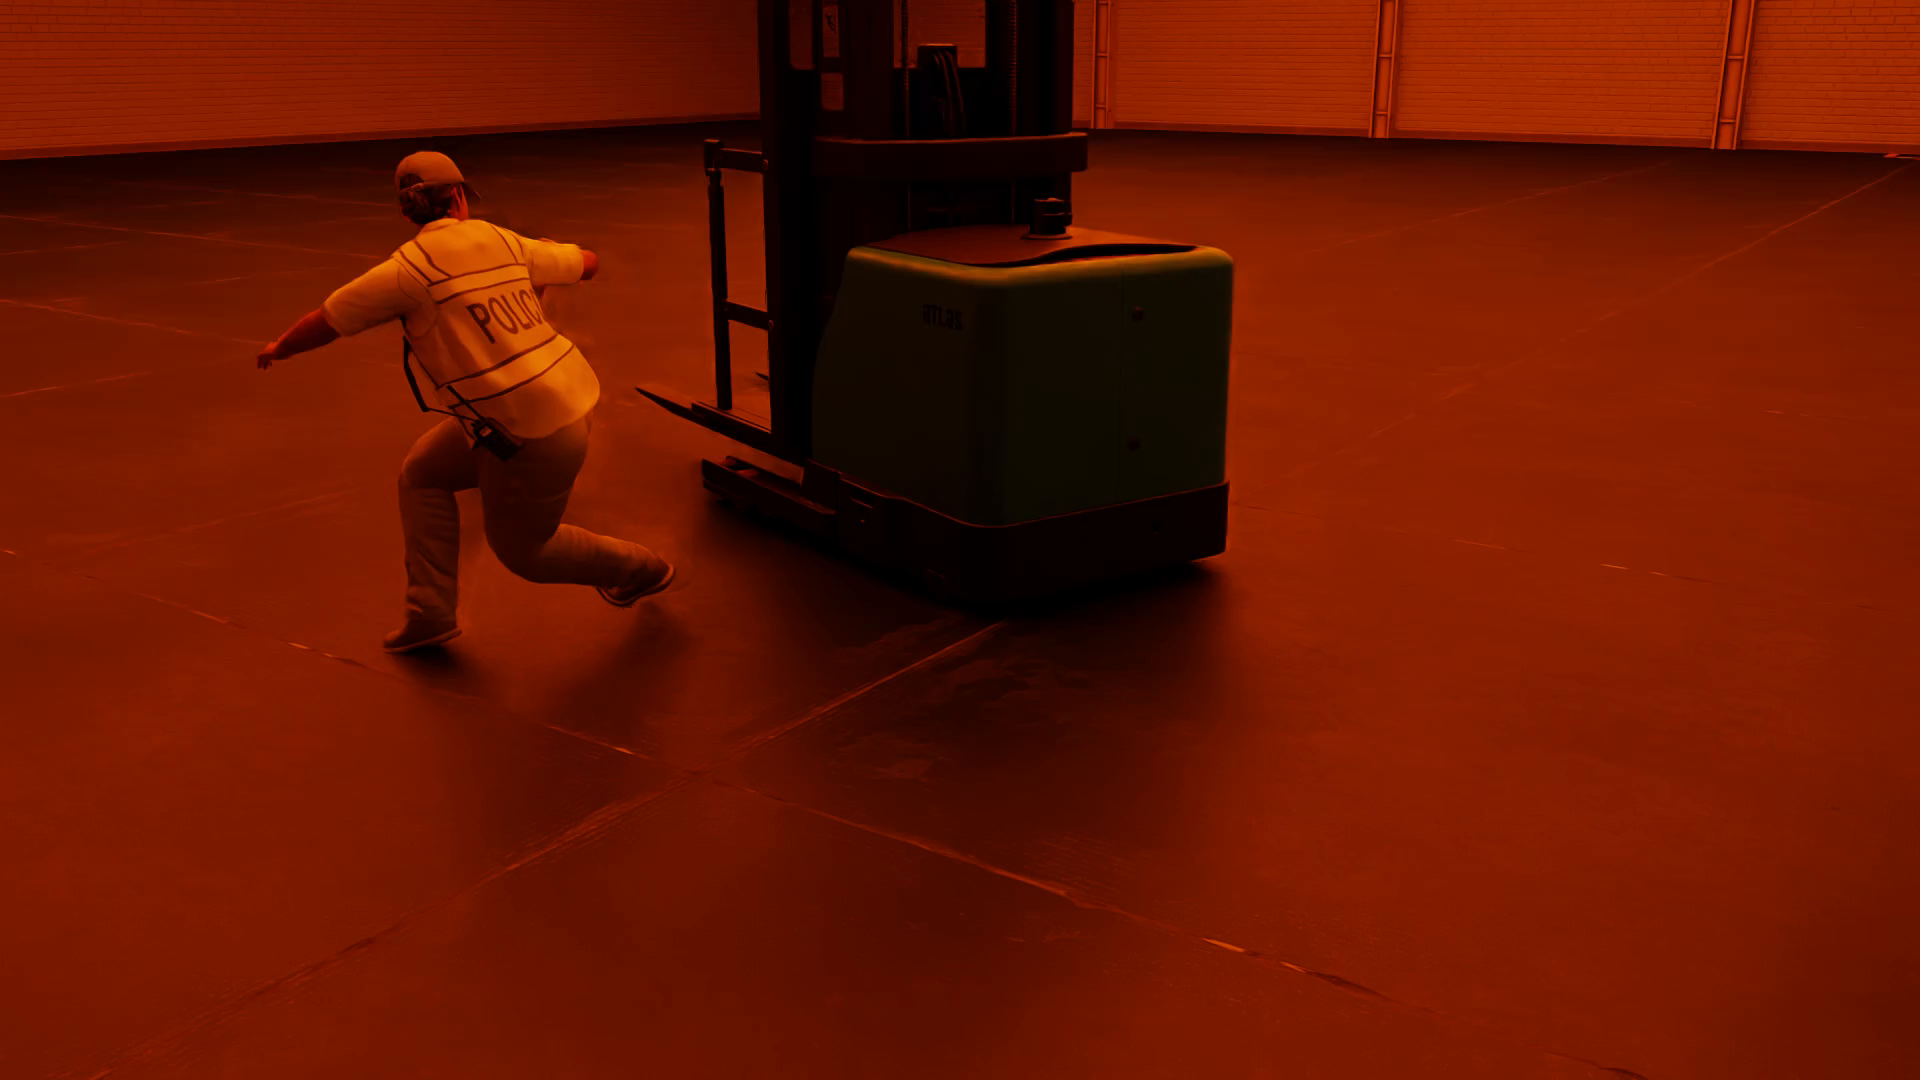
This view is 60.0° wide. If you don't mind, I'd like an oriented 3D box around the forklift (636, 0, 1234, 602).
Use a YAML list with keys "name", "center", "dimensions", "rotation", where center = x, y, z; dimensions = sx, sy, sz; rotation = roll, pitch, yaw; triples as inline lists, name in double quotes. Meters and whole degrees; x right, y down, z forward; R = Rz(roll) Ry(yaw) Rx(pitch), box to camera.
- name: "forklift"
  center: [-0.342, -1.577, 6.106]
  dimensions: [1.130, 2.935, 3.031]
  rotation: [-11, 20, -32]

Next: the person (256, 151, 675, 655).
- name: "person"
  center: [-1.436, -0.401, 4.833]
  dimensions: [1.062, 1.437, 0.836]
  rotation: [2, 17, 6]
